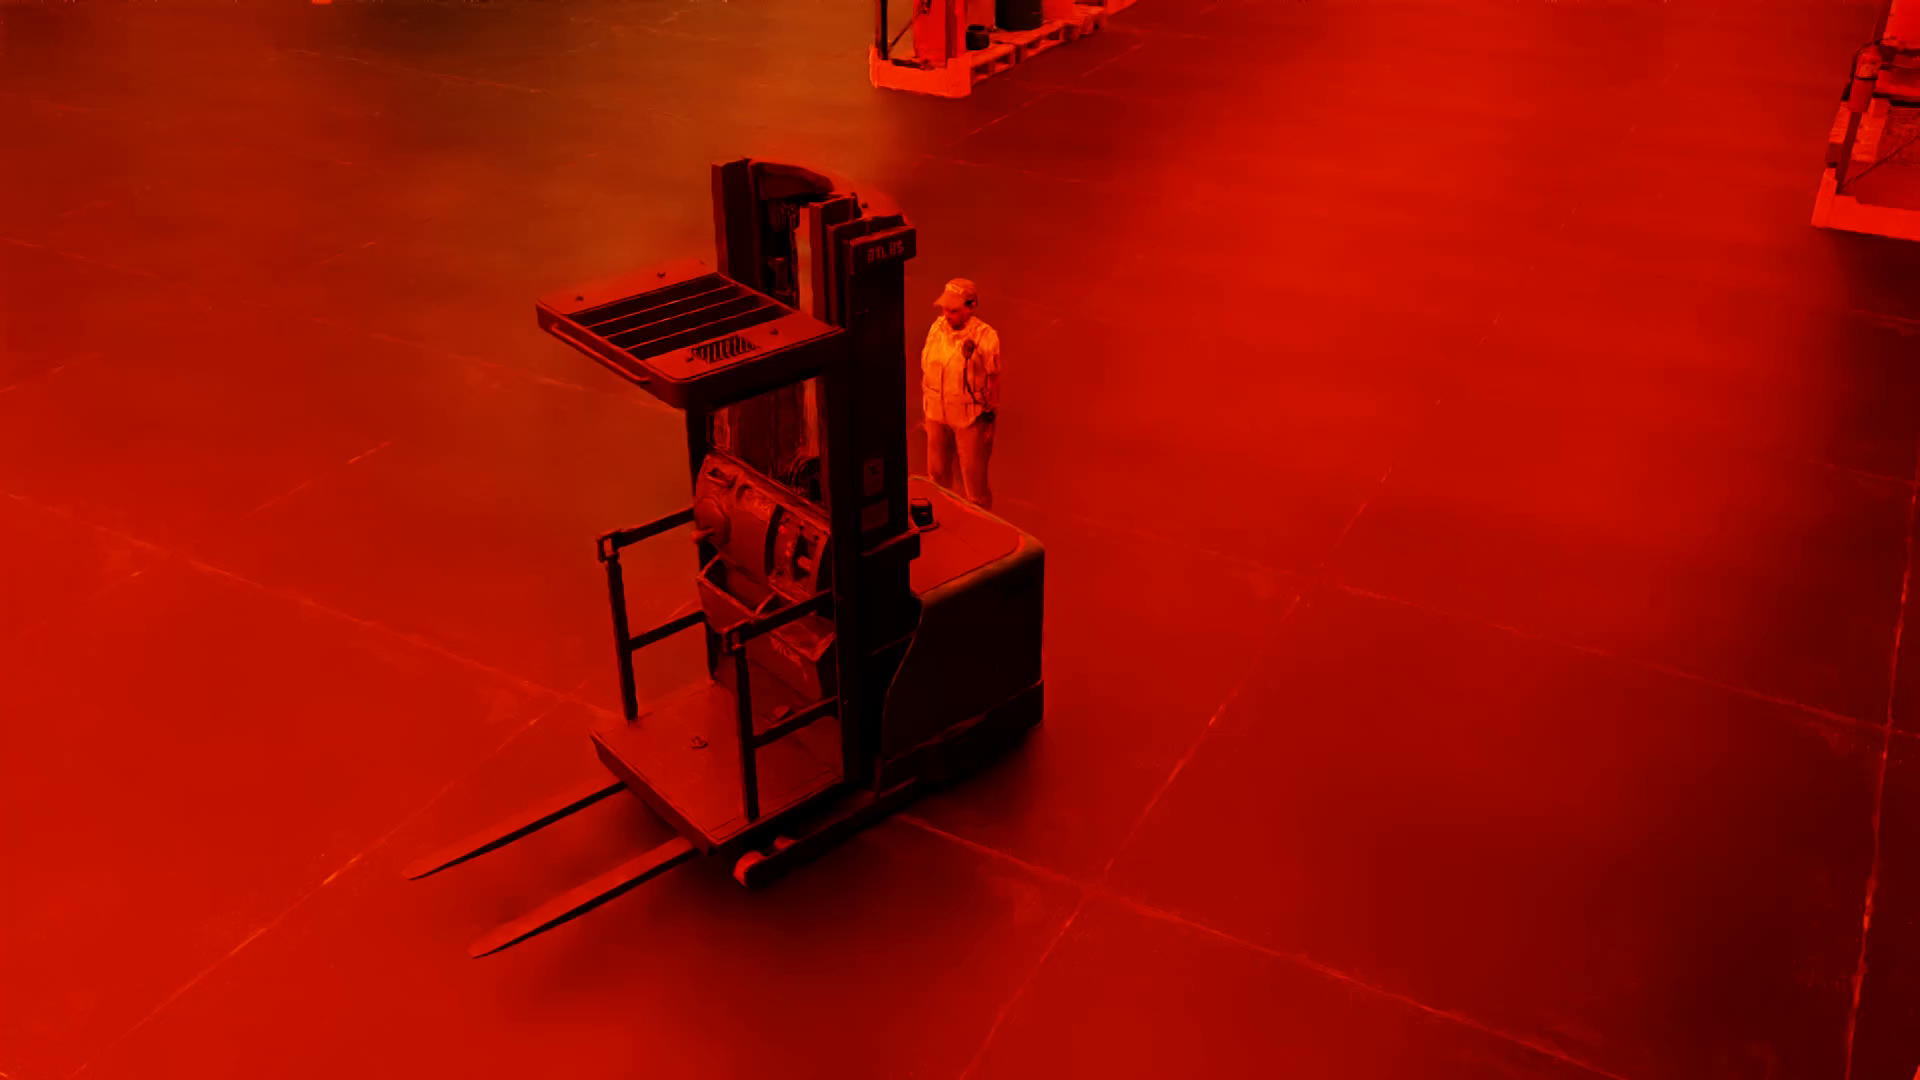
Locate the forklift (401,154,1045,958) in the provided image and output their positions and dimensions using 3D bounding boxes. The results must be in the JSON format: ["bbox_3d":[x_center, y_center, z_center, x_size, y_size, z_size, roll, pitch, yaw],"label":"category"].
[{"bbox_3d":[-1.026,-0.027,7.117,3.031,2.935,1.130,-24,37,-35],"label":"forklift"}]

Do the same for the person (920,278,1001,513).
[{"bbox_3d":[-0.014,-0.713,9.578,0.482,1.669,0.390,15,33,25],"label":"person"}]
